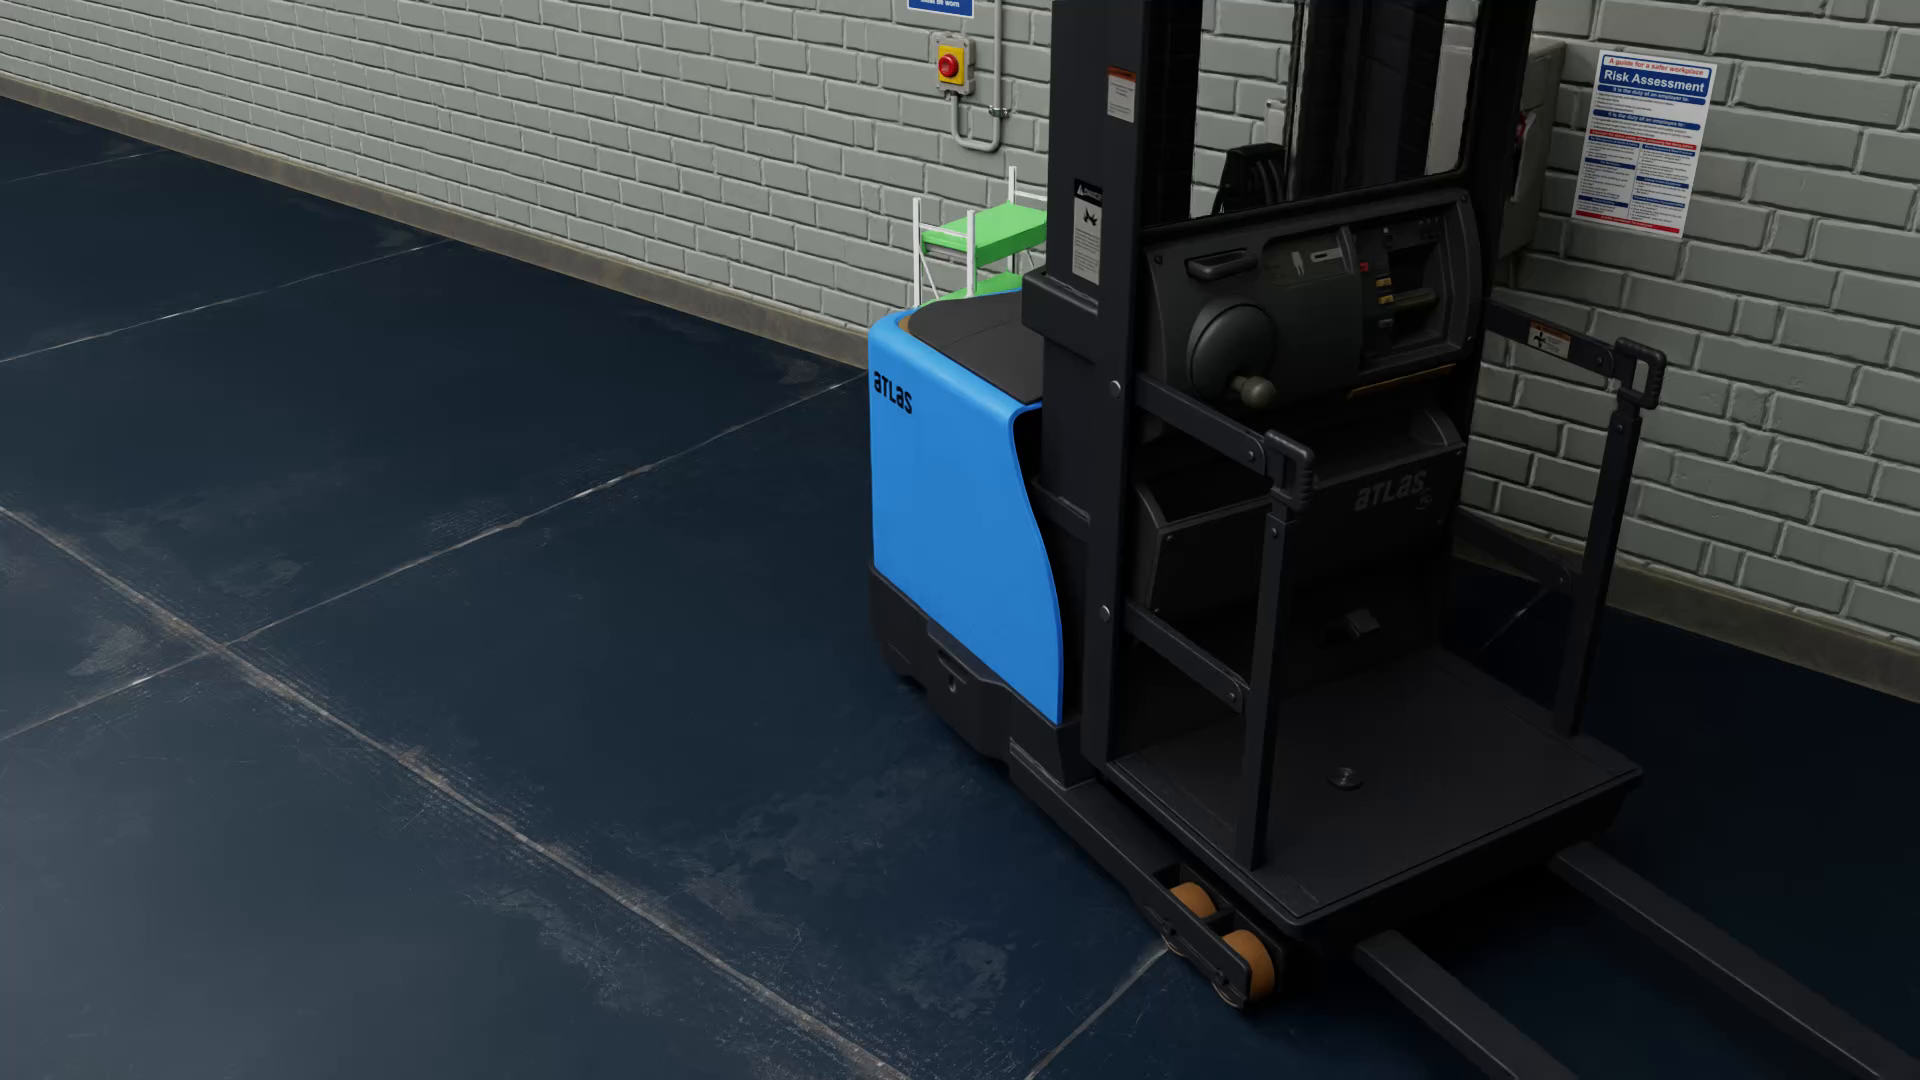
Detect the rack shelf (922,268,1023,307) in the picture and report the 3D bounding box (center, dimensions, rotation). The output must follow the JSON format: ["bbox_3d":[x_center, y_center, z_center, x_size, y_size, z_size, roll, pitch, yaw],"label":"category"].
[{"bbox_3d":[0.105,-0.748,5.507,0.258,0.148,0.480,21,34,34],"label":"rack shelf"}]

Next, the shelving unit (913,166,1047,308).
[{"bbox_3d":[0.105,-0.592,5.588,0.258,1.200,0.503,21,34,34],"label":"shelving unit"}]

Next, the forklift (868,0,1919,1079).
[{"bbox_3d":[0.914,-0.501,3.529,1.130,2.935,3.031,-15,31,-27],"label":"forklift"}]

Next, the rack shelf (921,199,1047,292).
[{"bbox_3d":[0.105,-0.961,5.397,0.258,0.148,0.480,21,34,34],"label":"rack shelf"}]

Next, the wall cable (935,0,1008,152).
[{"bbox_3d":[-0.077,-2.386,5.957,0.585,1.953,0.123,21,34,34],"label":"wall cable"}]

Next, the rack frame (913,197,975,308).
[{"bbox_3d":[-0.050,-0.505,5.421,0.240,1.200,0.015,21,34,34],"label":"rack frame"}]

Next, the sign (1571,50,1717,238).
[{"bbox_3d":[1.964,-1.142,4.796,0.329,0.494,0.001,21,34,34],"label":"sign"}]

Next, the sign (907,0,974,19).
[{"bbox_3d":[-0.075,-2.076,6.205,0.327,0.218,0.001,21,34,34],"label":"sign"}]

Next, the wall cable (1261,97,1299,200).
[{"bbox_3d":[1.025,-1.961,5.171,0.588,1.984,0.122,21,34,34],"label":"wall cable"}]

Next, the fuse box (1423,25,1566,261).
[{"bbox_3d":[1.451,-0.682,5.207,0.539,1.711,0.414,21,34,34],"label":"fuse box"}]

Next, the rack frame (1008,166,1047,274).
[{"bbox_3d":[0.260,-0.678,5.755,0.240,1.200,0.015,21,34,34],"label":"rack frame"}]
